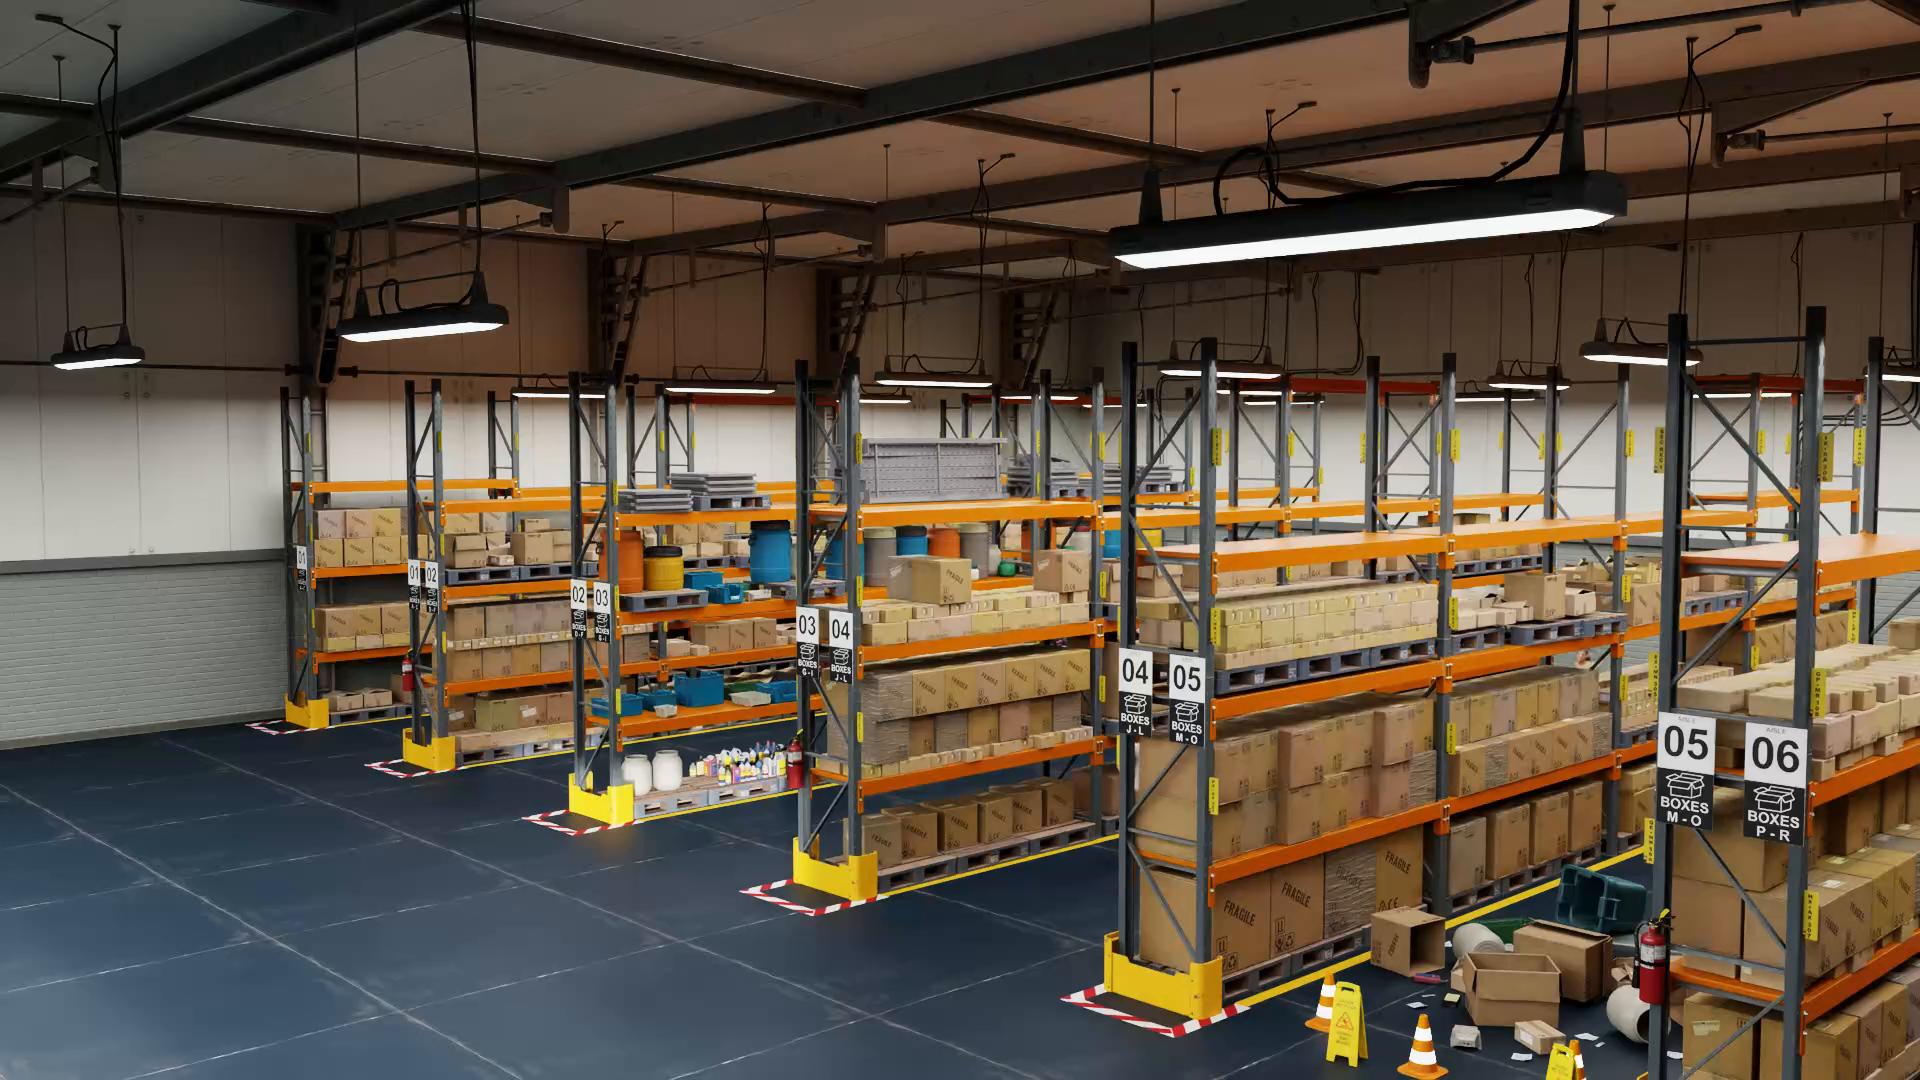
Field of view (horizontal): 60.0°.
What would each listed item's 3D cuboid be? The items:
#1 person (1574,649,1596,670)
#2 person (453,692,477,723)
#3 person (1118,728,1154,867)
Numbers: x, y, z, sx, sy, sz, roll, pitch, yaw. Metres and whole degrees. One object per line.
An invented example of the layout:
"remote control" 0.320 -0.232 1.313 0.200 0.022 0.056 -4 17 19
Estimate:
"person" 10.388 2.570 27.710 0.758 1.616 0.553 -3 5 -36
"person" -8.396 2.590 27.947 0.606 1.622 0.953 2 4 33
"person" 2.278 3.036 19.968 0.723 1.730 0.825 -1 4 -16
